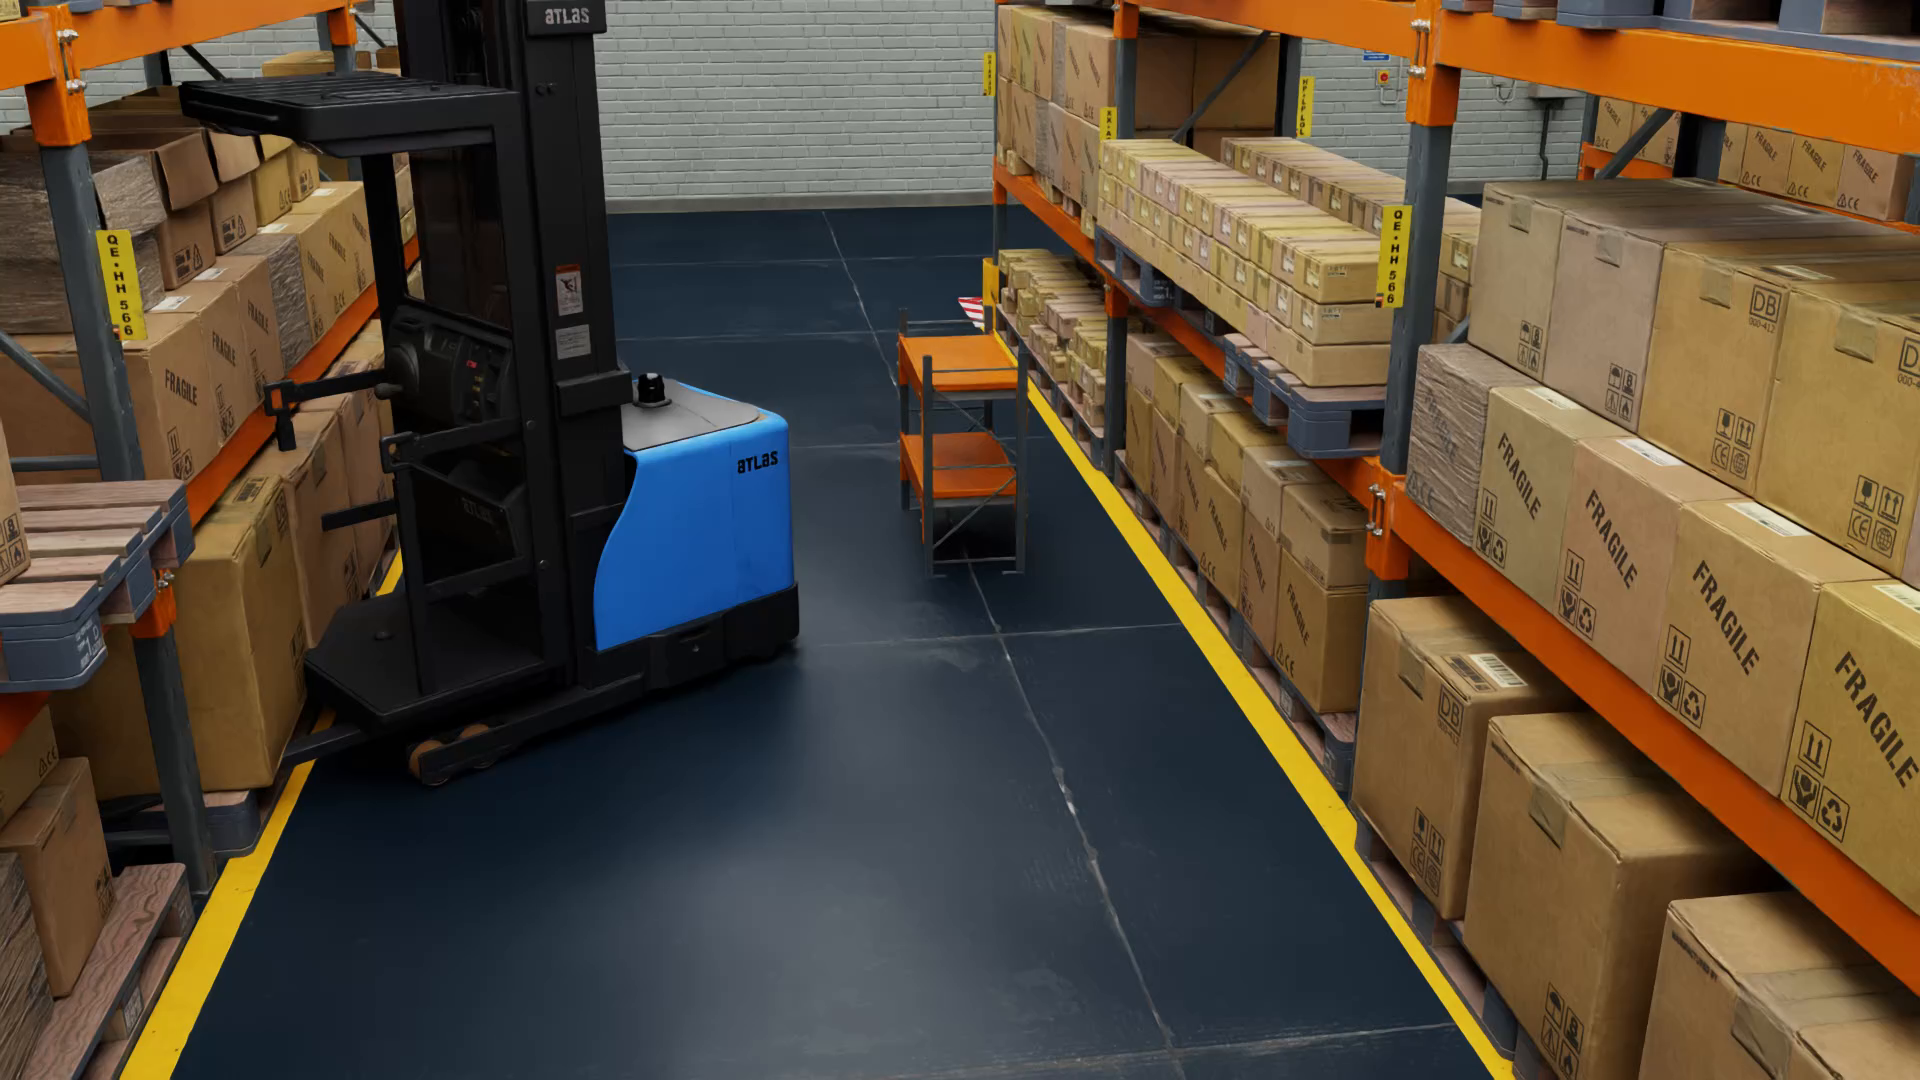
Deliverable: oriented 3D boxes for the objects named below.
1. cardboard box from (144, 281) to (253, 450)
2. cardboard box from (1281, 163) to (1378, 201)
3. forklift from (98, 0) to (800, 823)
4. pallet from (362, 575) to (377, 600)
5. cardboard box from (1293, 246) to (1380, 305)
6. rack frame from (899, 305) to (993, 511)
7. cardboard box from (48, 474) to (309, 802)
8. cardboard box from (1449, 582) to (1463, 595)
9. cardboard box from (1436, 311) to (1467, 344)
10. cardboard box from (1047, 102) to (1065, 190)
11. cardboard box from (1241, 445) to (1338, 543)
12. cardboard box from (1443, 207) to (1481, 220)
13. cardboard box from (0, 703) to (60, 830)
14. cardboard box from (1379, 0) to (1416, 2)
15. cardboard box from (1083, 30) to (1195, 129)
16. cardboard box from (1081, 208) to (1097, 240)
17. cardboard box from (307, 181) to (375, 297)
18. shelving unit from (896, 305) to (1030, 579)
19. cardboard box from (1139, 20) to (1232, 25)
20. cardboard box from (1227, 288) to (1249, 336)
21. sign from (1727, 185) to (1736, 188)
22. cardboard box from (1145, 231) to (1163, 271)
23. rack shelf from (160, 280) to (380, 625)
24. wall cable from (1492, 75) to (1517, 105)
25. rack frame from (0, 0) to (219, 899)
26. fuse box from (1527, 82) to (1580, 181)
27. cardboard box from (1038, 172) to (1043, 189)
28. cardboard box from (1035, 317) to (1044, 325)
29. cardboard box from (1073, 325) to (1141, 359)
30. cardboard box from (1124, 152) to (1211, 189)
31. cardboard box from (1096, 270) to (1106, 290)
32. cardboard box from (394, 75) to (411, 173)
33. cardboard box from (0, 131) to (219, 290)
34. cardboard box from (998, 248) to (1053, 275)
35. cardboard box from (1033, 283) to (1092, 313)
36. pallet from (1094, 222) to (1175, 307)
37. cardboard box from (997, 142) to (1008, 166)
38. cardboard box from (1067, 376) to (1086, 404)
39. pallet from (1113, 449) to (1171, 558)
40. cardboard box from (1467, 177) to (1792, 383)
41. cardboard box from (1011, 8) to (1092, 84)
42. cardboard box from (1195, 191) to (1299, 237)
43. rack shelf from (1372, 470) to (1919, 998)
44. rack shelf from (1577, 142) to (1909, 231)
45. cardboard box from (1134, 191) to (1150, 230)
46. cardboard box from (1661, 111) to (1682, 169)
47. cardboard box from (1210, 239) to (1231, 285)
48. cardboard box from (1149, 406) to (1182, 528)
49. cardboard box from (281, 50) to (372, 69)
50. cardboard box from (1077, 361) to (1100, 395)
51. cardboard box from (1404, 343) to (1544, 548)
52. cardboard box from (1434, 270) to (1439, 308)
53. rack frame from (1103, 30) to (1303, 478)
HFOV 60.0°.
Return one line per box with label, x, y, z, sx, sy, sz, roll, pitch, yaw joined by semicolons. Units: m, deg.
cardboard box;-2.880;-0.619;5.944;0.500;0.500;0.500;-3;21;-9
cardboard box;1.740;-1.682;7.840;0.380;0.149;0.250;-4;21;-10
forklift;-2.124;-0.655;6.280;3.031;2.935;1.130;-19;27;-41
pallet;-3.214;0.396;7.353;1.003;0.211;1.213;-3;21;-8
cardboard box;1.396;-0.931;5.831;0.380;0.149;0.250;-4;21;-10
rack frame;-0.074;-0.705;8.997;0.500;1.125;0.032;-3;21;-8
cardboard box;-3.081;0.347;5.937;1.225;0.875;0.875;-4;21;-10
cardboard box;2.071;0.290;6.626;0.500;0.500;0.500;-4;21;-10
cardboard box;2.017;-0.764;6.233;0.380;0.149;0.250;-2;21;-5
cardboard box;0.850;-2.503;10.564;0.500;0.500;0.500;-3;21;-8
cardboard box;1.479;-0.202;6.870;0.500;0.250;0.500;-3;21;-7
cardboard box;1.935;-1.224;6.615;0.380;0.149;0.250;-4;21;-10
cardboard box;-2.876;0.632;4.608;0.500;0.250;0.500;-2;21;-6
cardboard box;1.586;-2.064;5.525;0.500;0.500;0.500;-3;21;-8
cardboard box;1.008;-2.616;9.435;0.500;0.500;0.500;-4;21;-10
cardboard box;0.926;-1.865;9.781;0.380;0.149;0.250;-3;21;-9
cardboard box;-3.242;-1.495;8.290;0.500;0.500;0.500;-3;21;-8
shelving unit;-0.001;-0.529;8.526;0.538;1.125;1.048;-3;21;-8
cardboard box;1.388;-2.990;10.437;0.500;0.500;0.500;-3;21;-7
cardboard box;1.290;-0.915;6.638;0.380;0.149;0.250;-3;21;-8
sign;2.469;-0.998;5.447;0.100;0.325;0.005;-3;21;-8
cardboard box;1.095;-1.374;7.866;0.380;0.149;0.250;-4;21;-10
rack shelf;-3.291;-0.567;6.976;1.077;0.370;4.000;-3;21;-8
wall cable;6.217;-5.984;18.999;0.588;1.984;0.122;-3;21;-8
rack frame;-3.003;-0.212;4.996;1.000;3.000;0.127;-3;21;-8
fuse box;6.915;-4.884;19.348;0.539;1.711;0.414;-3;21;-8
cardboard box;0.748;-2.504;11.491;0.380;0.149;0.250;-3;21;-9
cardboard box;0.747;-1.511;11.948;0.380;0.149;0.250;-3;21;-8
cardboard box;0.916;-1.234;10.357;0.380;0.149;0.250;-3;21;-8
cardboard box;1.026;-1.825;8.224;0.380;0.149;0.250;-3;21;-7
cardboard box;1.211;-1.900;12.141;0.380;0.149;0.250;-4;21;-10
cardboard box;-3.458;-2.367;9.483;0.500;0.500;0.500;-3;21;-8
cardboard box;-3.183;-1.208;6.087;0.797;0.503;0.637;-2;21;-6
cardboard box;0.506;-2.138;12.778;0.380;0.149;0.250;-4;21;-10
cardboard box;0.716;-1.683;11.560;0.380;0.149;0.250;-3;21;-7
pallet;1.310;-1.450;8.585;1.003;0.211;1.213;-3;21;-8
cardboard box;0.489;-2.950;12.687;0.380;0.149;0.250;-3;21;-8
cardboard box;0.893;-0.974;10.511;0.380;0.149;0.250;-4;21;-10
pallet;1.457;-0.236;9.046;1.003;0.211;1.213;-3;21;-8
cardboard box;1.975;-0.786;4.962;0.700;0.500;0.500;-3;21;-8
cardboard box;0.648;-3.508;11.825;0.500;0.500;0.500;-2;21;-6
cardboard box;1.212;-1.379;7.030;0.380;0.149;0.250;-2;21;-5
rack shelf;2.209;0.603;3.844;1.077;0.370;4.000;-3;21;-8
rack shelf;5.939;-2.452;12.022;1.077;0.370;4.000;-3;21;-8
cardboard box;1.060;-1.602;8.051;0.380;0.149;0.250;-4;21;-10
cardboard box;5.592;-2.997;12.310;0.500;0.500;0.500;-3;21;-8
cardboard box;1.249;-1.150;6.841;0.380;0.149;0.250;-3;21;-8
cardboard box;1.266;-0.385;8.433;0.500;0.500;0.500;-2;21;-5
cardboard box;-4.282;-3.049;11.310;0.500;0.500;0.500;-3;21;-9
cardboard box;0.932;-0.998;10.152;0.380;0.149;0.250;-4;21;-10
cardboard box;1.718;-0.305;5.102;0.500;0.500;0.500;-3;21;-7
cardboard box;1.966;-1.009;6.464;0.380;0.149;0.250;-4;21;-9
rack frame;1.344;-1.812;9.280;1.000;3.000;0.127;-3;21;-8
